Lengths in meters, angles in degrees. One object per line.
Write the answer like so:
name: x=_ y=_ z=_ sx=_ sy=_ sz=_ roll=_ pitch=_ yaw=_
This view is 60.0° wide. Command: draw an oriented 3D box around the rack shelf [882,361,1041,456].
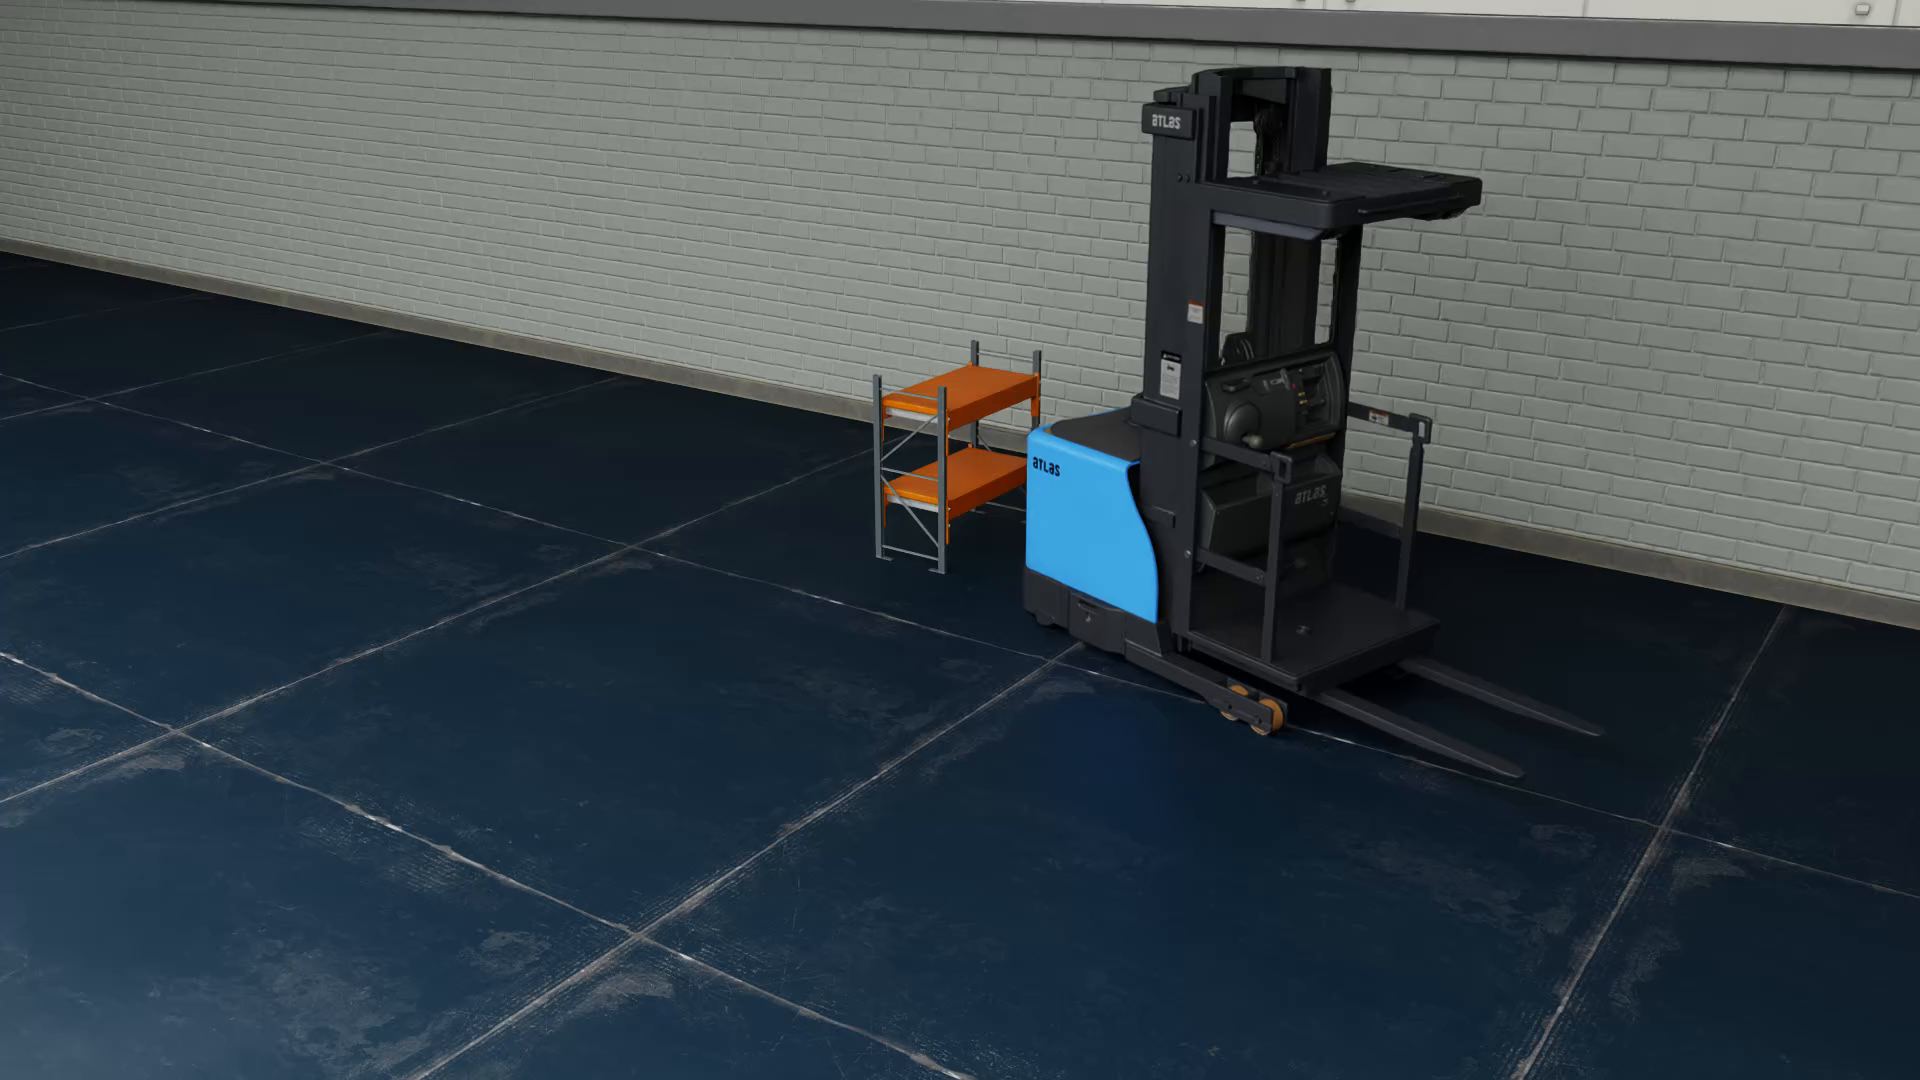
rack shelf: x=-0.004 y=-0.800 z=9.963 sx=0.538 sy=0.278 sz=1.000 roll=13 pitch=24 yaw=32

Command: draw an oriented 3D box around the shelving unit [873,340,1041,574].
shelving unit: x=-0.004 y=-0.526 z=10.065 sx=0.538 sy=1.125 sz=1.048 roll=13 pitch=24 yaw=32

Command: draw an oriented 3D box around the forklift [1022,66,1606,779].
forklift: x=1.649 y=-0.656 z=7.814 sx=1.130 sy=2.935 sz=3.031 roll=-15 pitch=25 yaw=-36

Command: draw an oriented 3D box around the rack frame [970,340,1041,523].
rack frame: x=0.282 y=-0.671 z=10.459 sx=0.500 sy=1.125 sz=0.032 roll=13 pitch=24 yaw=32

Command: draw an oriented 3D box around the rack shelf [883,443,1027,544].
rack shelf: x=-0.004 y=-0.296 z=10.149 sx=0.538 sy=0.278 sz=1.000 roll=13 pitch=24 yaw=32

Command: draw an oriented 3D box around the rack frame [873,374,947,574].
rack frame: x=-0.290 y=-0.380 z=9.670 sx=0.500 sy=1.125 sz=0.032 roll=13 pitch=24 yaw=32
